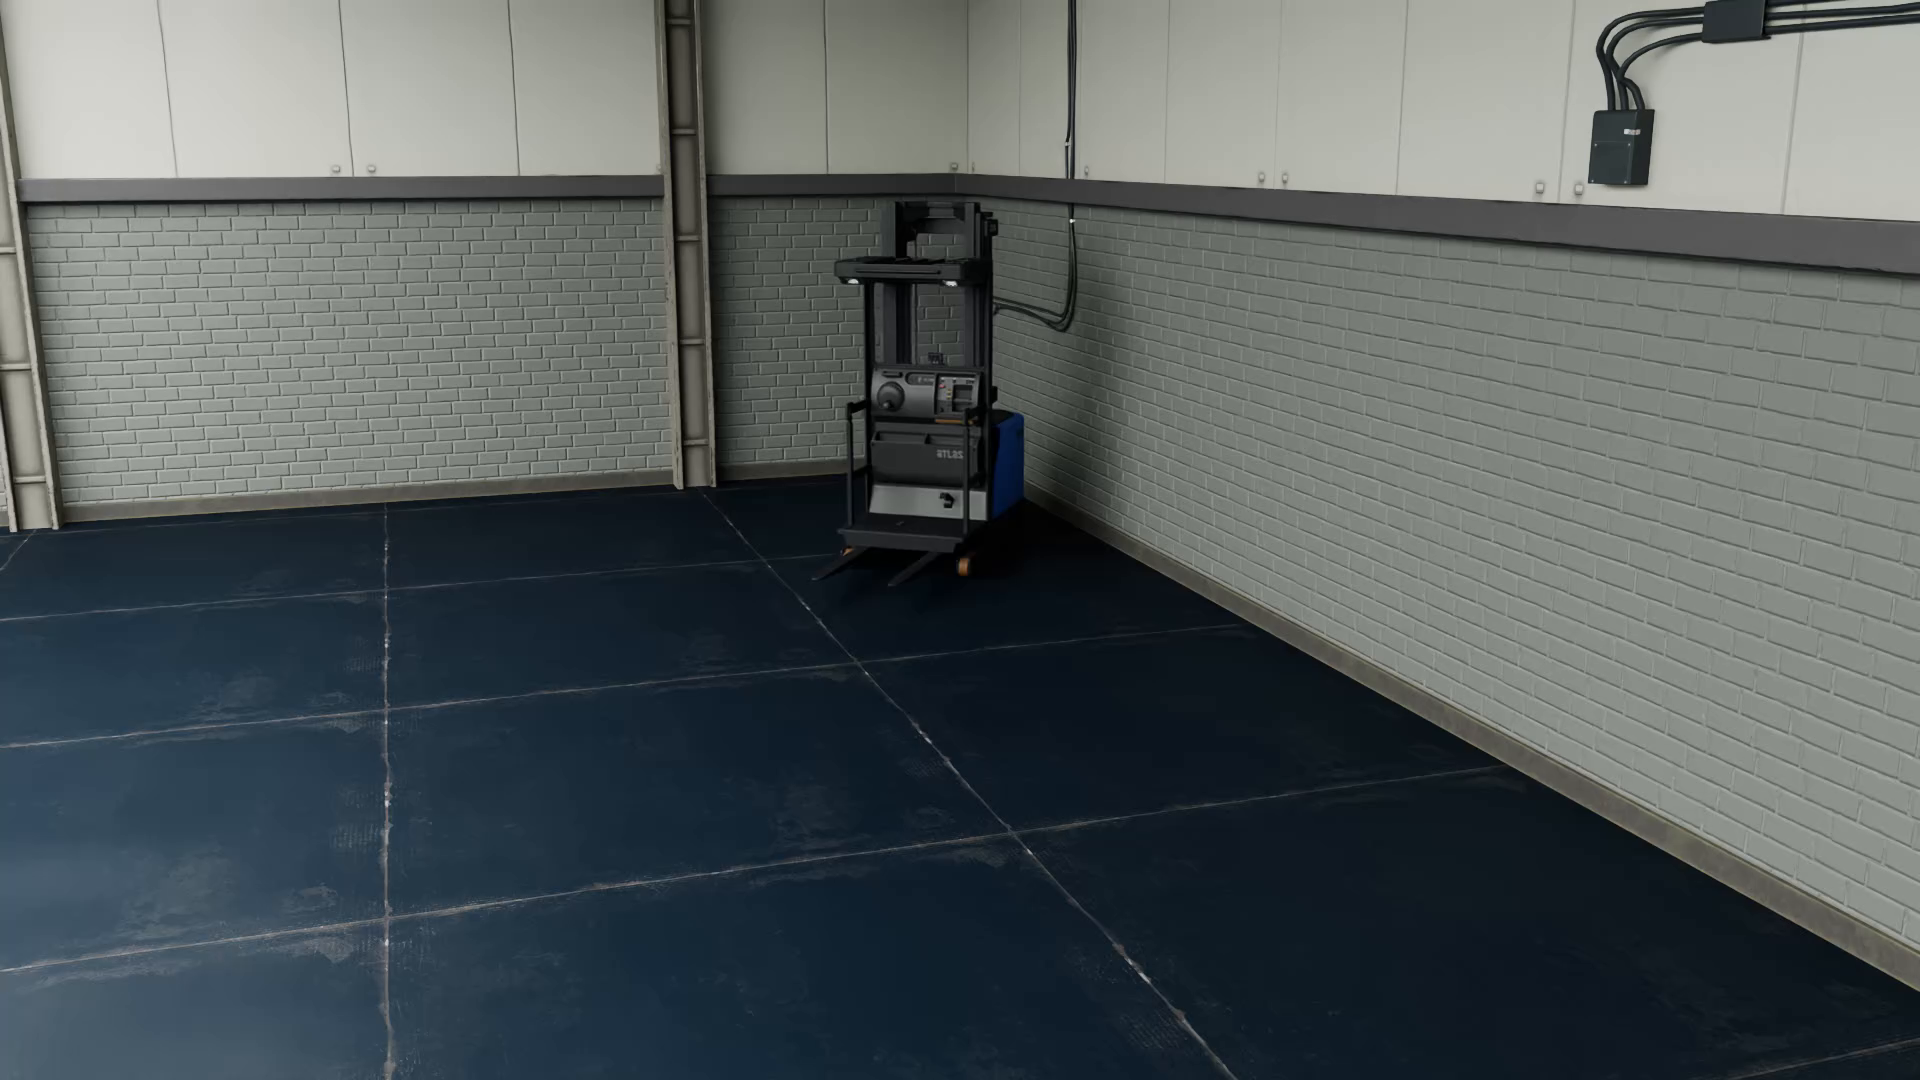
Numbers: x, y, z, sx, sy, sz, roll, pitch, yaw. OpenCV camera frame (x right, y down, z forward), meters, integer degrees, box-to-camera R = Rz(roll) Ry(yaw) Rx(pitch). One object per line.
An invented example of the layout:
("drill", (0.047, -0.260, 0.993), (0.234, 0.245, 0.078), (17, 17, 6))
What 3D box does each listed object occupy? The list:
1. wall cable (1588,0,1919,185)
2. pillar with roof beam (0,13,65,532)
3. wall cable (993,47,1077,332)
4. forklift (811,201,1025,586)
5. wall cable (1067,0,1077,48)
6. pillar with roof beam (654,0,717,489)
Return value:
("wall cable", (3.517, -4.439, 6.508), (0.169, 6.003, 2.305), (-4, 14, -18))
("pillar with roof beam", (-7.024, -3.553, 10.134), (0.400, 9.000, 9.100), (-4, 14, -18))
("wall cable", (0.504, -3.357, 16.019), (0.112, 2.526, 3.097), (-4, 14, -18))
("forklift", (-0.342, -1.229, 13.477), (1.130, 2.935, 3.031), (4, 14, 17))
("wall cable", (1.367, -5.221, 12.940), (0.112, 2.526, 3.097), (-4, 14, -18))
("pillar with roof beam", (-1.337, -3.996, 11.996), (0.400, 9.000, 9.100), (-4, 14, -18))
